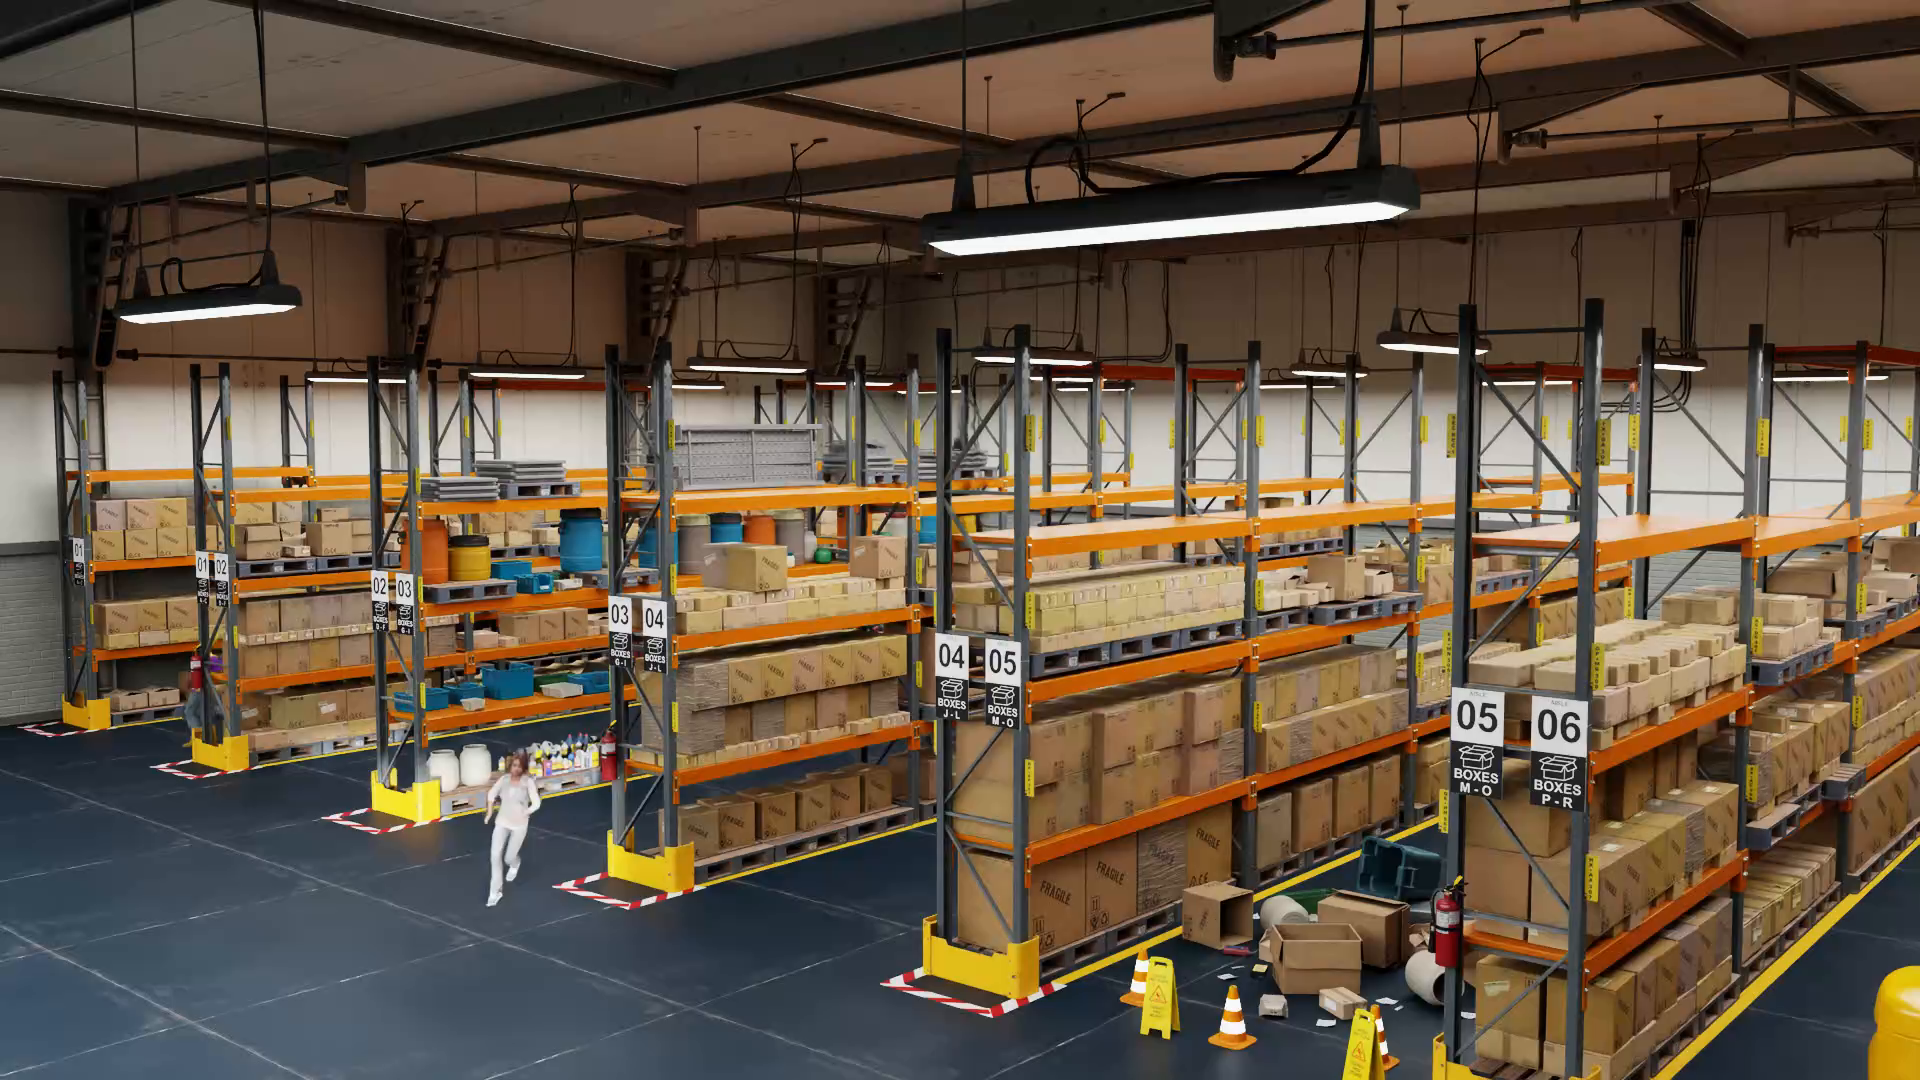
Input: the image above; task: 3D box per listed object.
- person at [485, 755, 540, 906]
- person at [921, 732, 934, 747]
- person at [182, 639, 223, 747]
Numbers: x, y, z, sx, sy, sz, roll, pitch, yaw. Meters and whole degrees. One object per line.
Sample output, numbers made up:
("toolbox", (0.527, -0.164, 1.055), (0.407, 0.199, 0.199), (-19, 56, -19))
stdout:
("person", (-4.834, 3.100, 18.018), (0.590, 1.575, 0.735), (0, 4, 0))
("person", (-0.488, 2.519, 24.492), (0.667, 1.834, 0.744), (3, 5, 38))
("person", (-12.039, 2.405, 26.573), (0.702, 1.729, 0.832), (3, 5, 34))
